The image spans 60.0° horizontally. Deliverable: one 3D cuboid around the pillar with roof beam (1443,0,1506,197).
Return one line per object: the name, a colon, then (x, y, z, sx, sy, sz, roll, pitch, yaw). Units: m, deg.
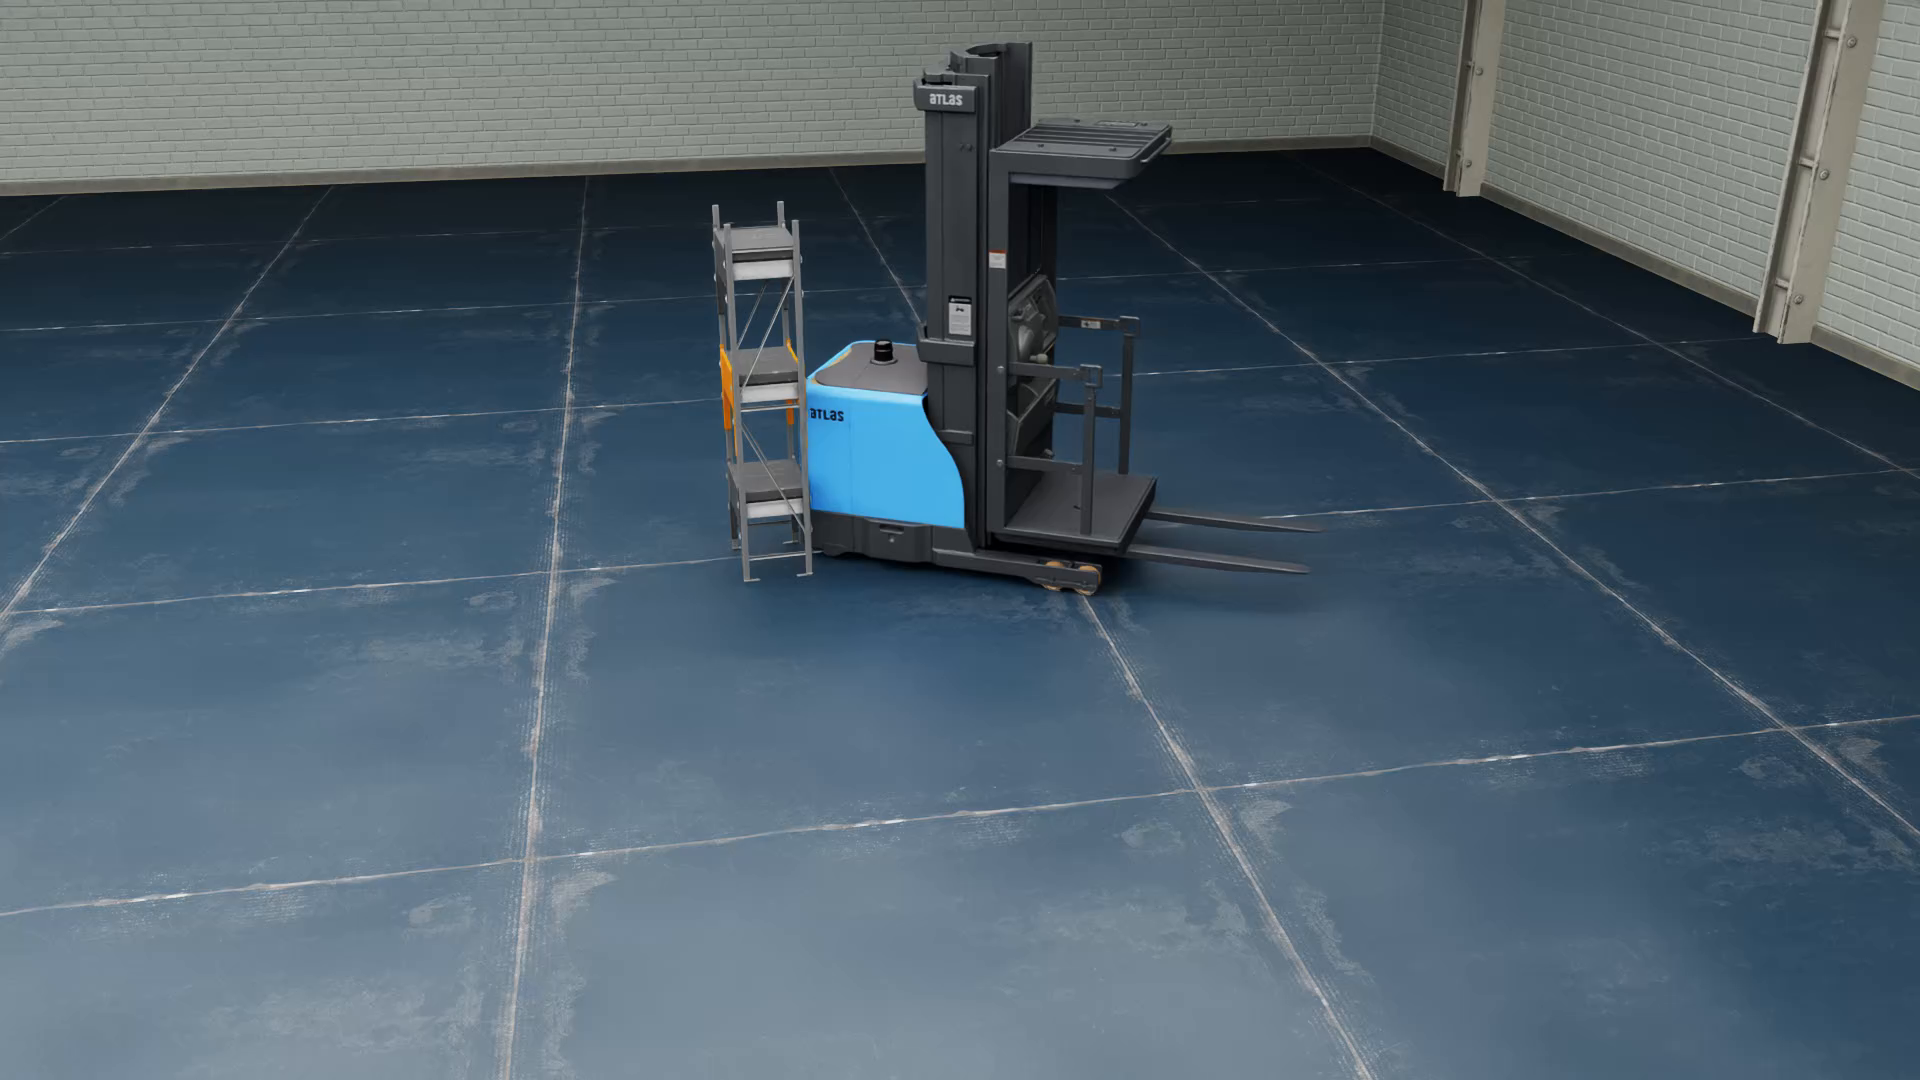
pillar with roof beam: (1.705, -7.910, 17.118, 9.100, 9.000, 0.400, -4, 24, -10)

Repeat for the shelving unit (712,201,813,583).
shelving unit: (-1.126, -0.831, 9.529, 0.431, 2.100, 0.503, -6, 24, -14)

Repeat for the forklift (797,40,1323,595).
forklift: (0.608, -1.267, 9.488, 3.031, 2.935, 1.130, 7, 25, 16)

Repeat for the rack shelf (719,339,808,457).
rack shelf: (-1.126, -0.818, 9.534, 0.431, 0.518, 0.480, -6, 24, -14)

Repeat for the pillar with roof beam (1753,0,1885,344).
pillar with roof beam: (2.814, -5.550, 11.714, 9.100, 9.000, 0.400, -4, 24, -10)

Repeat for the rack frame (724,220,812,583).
rack frame: (-1.063, -0.736, 9.313, 0.400, 2.100, 0.015, -6, 24, -14)

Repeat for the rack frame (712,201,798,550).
rack frame: (-1.189, -0.925, 9.745, 0.400, 2.100, 0.015, -6, 24, -14)

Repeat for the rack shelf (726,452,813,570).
rack shelf: (-1.126, -0.177, 9.814, 0.431, 0.518, 0.480, -6, 24, -14)

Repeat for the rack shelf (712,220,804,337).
rack shelf: (-1.126, -1.460, 9.254, 0.431, 0.518, 0.480, -6, 24, -14)
